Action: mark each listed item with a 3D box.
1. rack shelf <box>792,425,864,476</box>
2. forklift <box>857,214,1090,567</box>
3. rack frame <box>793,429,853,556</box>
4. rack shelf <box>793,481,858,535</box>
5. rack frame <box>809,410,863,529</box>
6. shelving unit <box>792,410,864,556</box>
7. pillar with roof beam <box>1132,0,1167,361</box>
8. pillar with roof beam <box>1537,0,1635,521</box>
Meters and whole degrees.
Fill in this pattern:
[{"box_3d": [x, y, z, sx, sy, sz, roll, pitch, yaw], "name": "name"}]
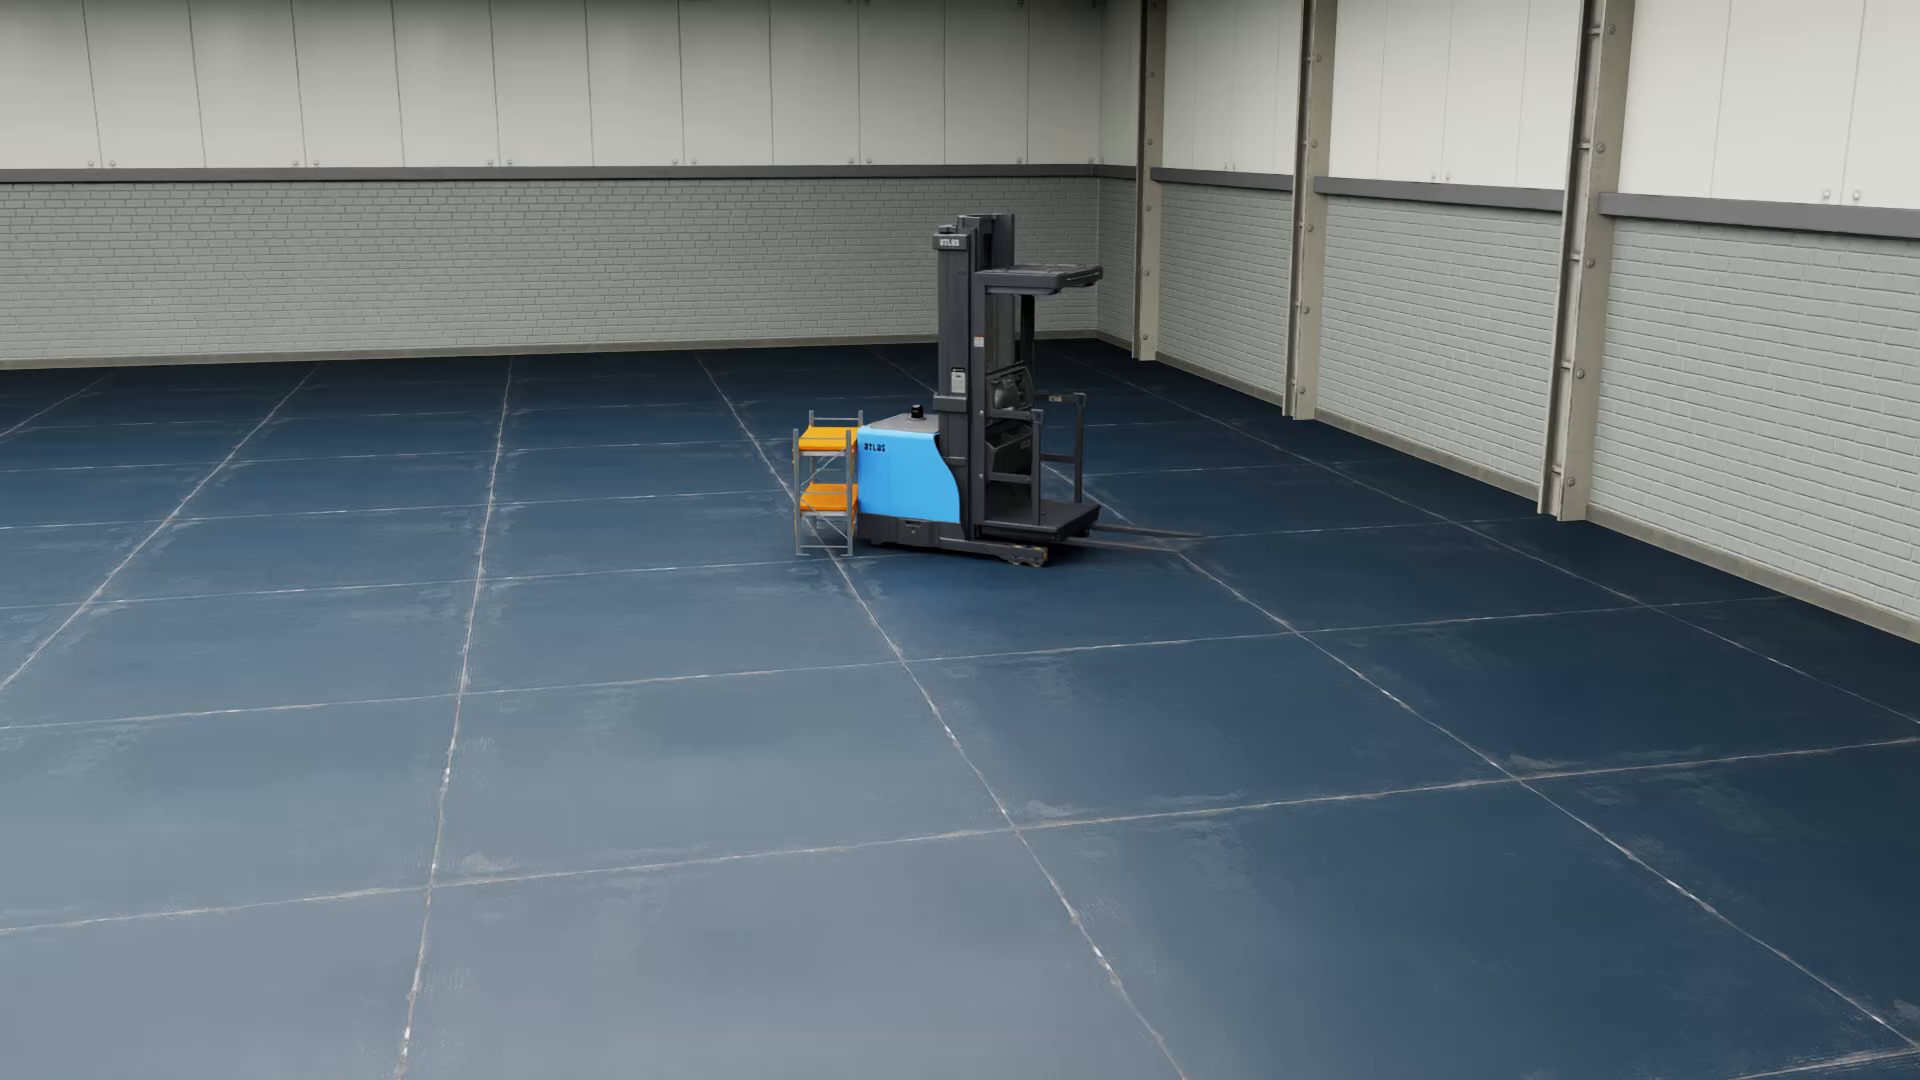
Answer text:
[{"box_3d": [-1.173, -0.817, 14.990, 0.538, 0.278, 1.000, 1, 14, 3], "name": "rack shelf"}, {"box_3d": [0.623, -1.334, 14.533, 3.031, 2.935, 1.130, 6, 15, 25], "name": "forklift"}, {"box_3d": [-1.197, -0.412, 14.566, 0.500, 1.125, 0.032, 1, 14, 3], "name": "rack frame"}, {"box_3d": [-1.173, -0.295, 15.117, 0.538, 0.278, 1.000, 1, 14, 3], "name": "rack shelf"}, {"box_3d": [-1.149, -0.653, 15.552, 0.500, 1.125, 0.032, 1, 14, 3], "name": "rack frame"}, {"box_3d": [-1.173, -0.532, 15.059, 0.538, 1.125, 1.048, 1, 14, 3], "name": "shelving unit"}, {"box_3d": [-1.130, -7.134, 25.491, 9.100, 9.000, 0.400, -3, 14, -13], "name": "pillar with roof beam"}, {"box_3d": [1.688, -4.366, 14.160, 9.100, 9.000, 0.400, -3, 14, -13], "name": "pillar with roof beam"}]
